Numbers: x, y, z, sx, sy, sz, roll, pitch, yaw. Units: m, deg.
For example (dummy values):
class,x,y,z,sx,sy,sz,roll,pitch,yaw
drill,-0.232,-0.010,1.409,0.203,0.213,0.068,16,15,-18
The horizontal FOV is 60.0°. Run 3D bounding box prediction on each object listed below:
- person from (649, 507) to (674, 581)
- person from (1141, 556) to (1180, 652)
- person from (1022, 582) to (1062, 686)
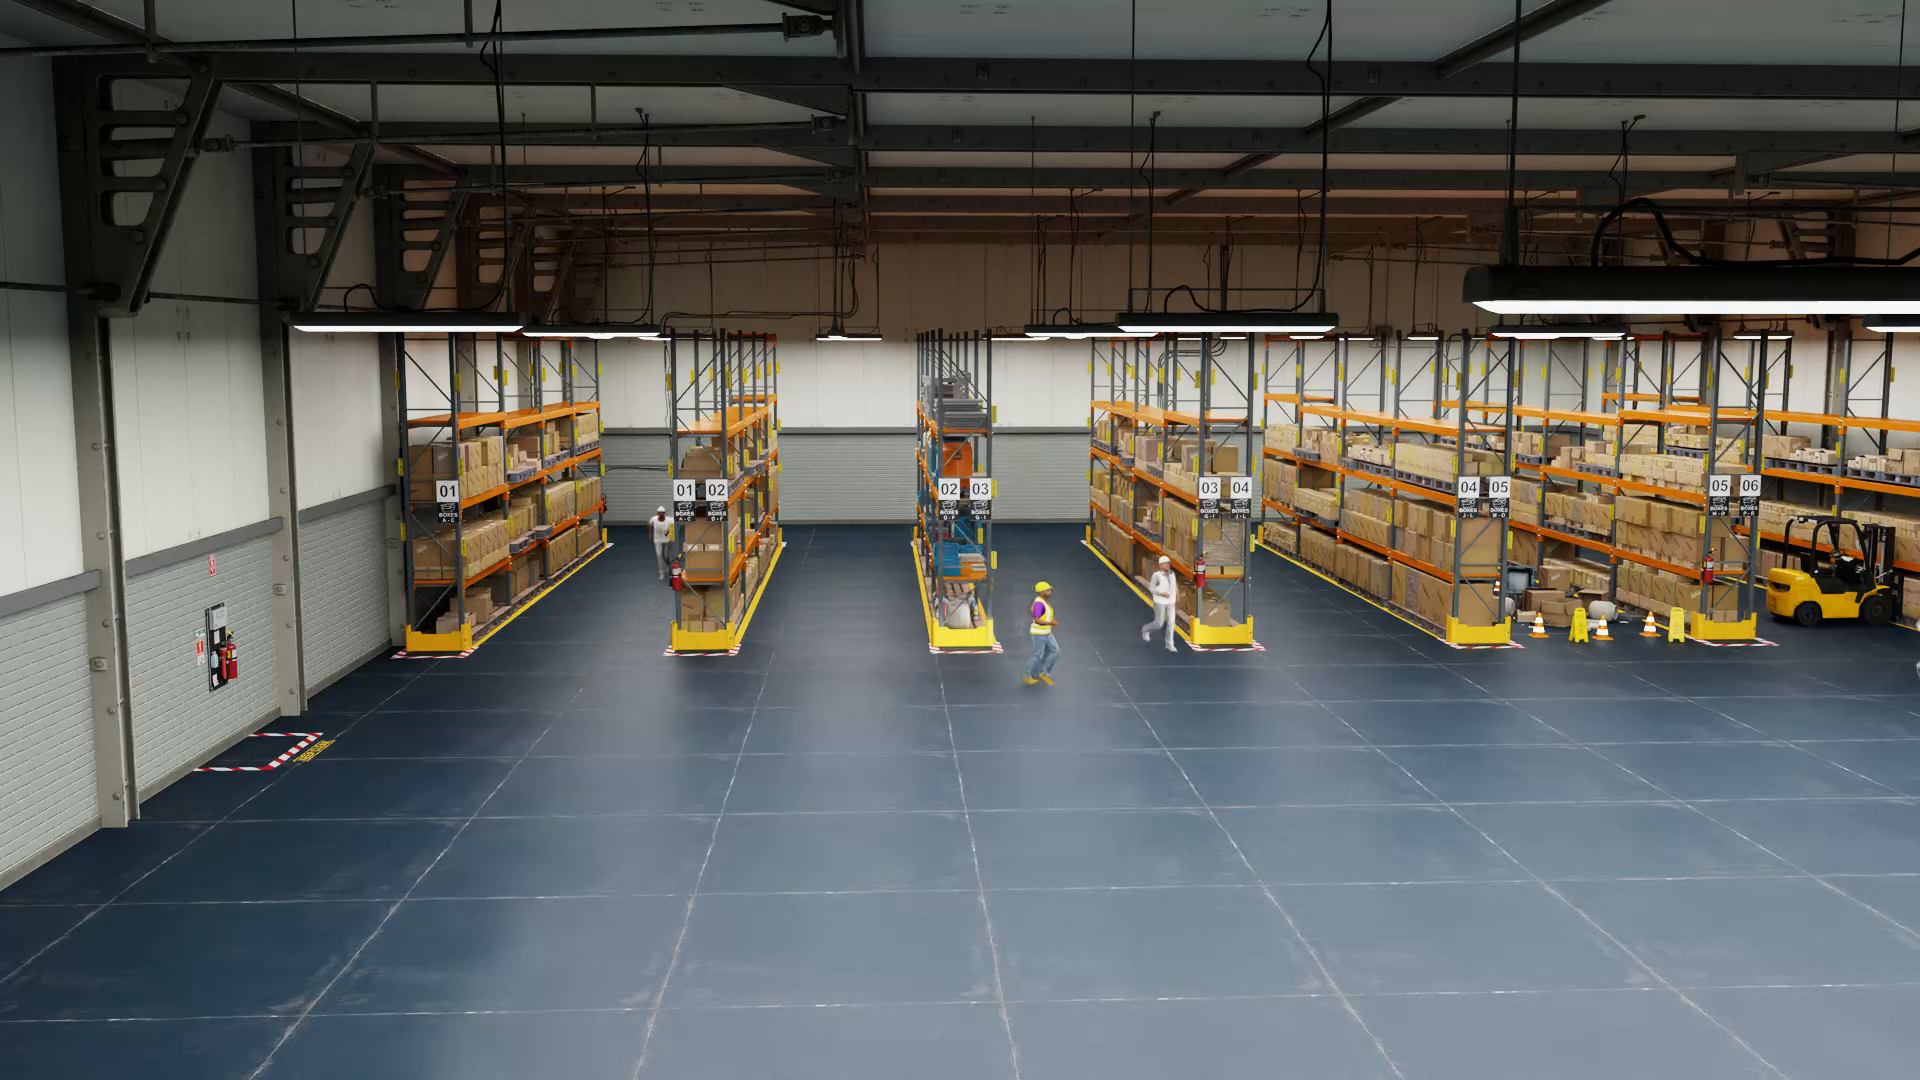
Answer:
class,x,y,z,sx,sy,sz,roll,pitch,yaw
person,-7.278,0.049,40.742,0.727,1.765,1.040,0,7,0
person,3.819,1.176,31.290,0.670,1.775,0.896,-3,8,-27
person,1.384,1.586,27.816,0.734,1.788,0.681,3,7,21
